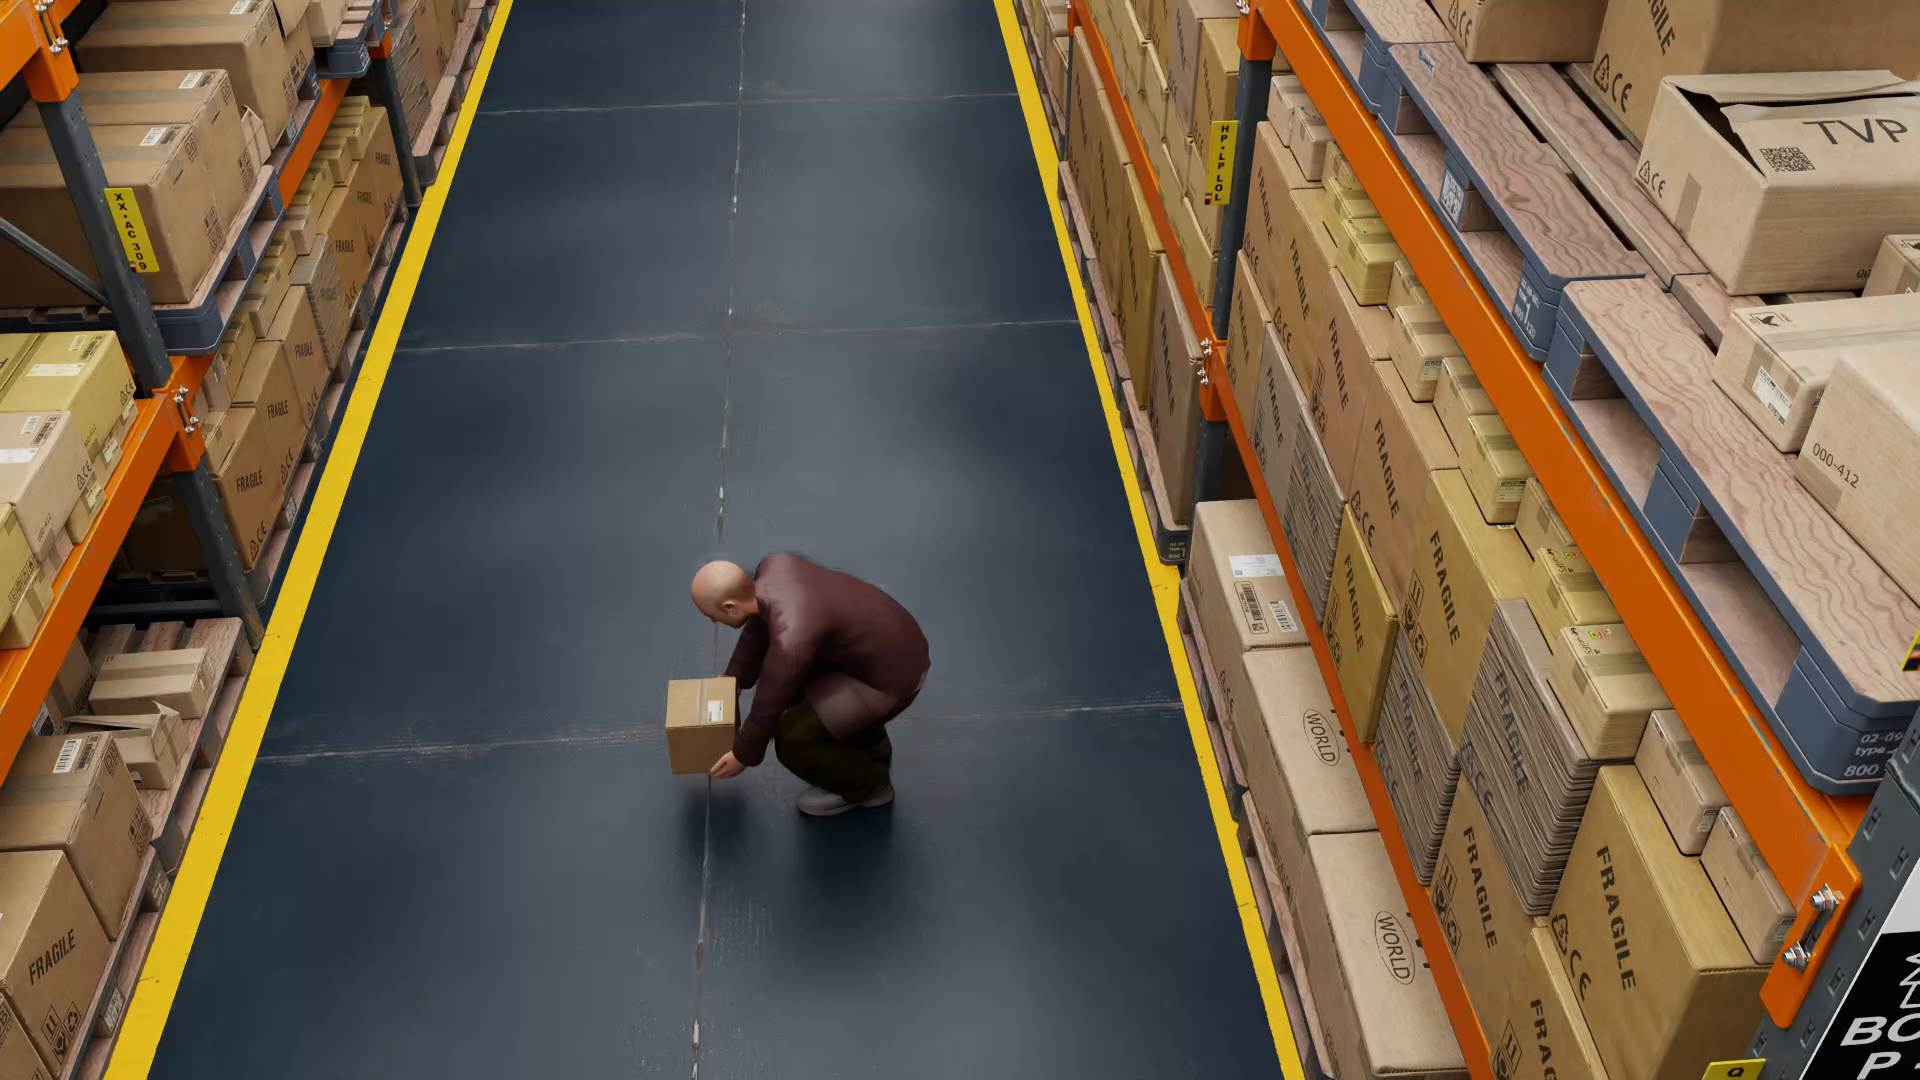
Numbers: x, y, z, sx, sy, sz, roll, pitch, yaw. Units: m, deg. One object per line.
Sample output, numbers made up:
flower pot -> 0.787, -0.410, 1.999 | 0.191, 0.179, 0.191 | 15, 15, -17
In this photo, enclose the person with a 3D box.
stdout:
person -> -0.529, 0.495, 6.054 | 0.850, 1.144, 0.620 | -3, 39, -4
